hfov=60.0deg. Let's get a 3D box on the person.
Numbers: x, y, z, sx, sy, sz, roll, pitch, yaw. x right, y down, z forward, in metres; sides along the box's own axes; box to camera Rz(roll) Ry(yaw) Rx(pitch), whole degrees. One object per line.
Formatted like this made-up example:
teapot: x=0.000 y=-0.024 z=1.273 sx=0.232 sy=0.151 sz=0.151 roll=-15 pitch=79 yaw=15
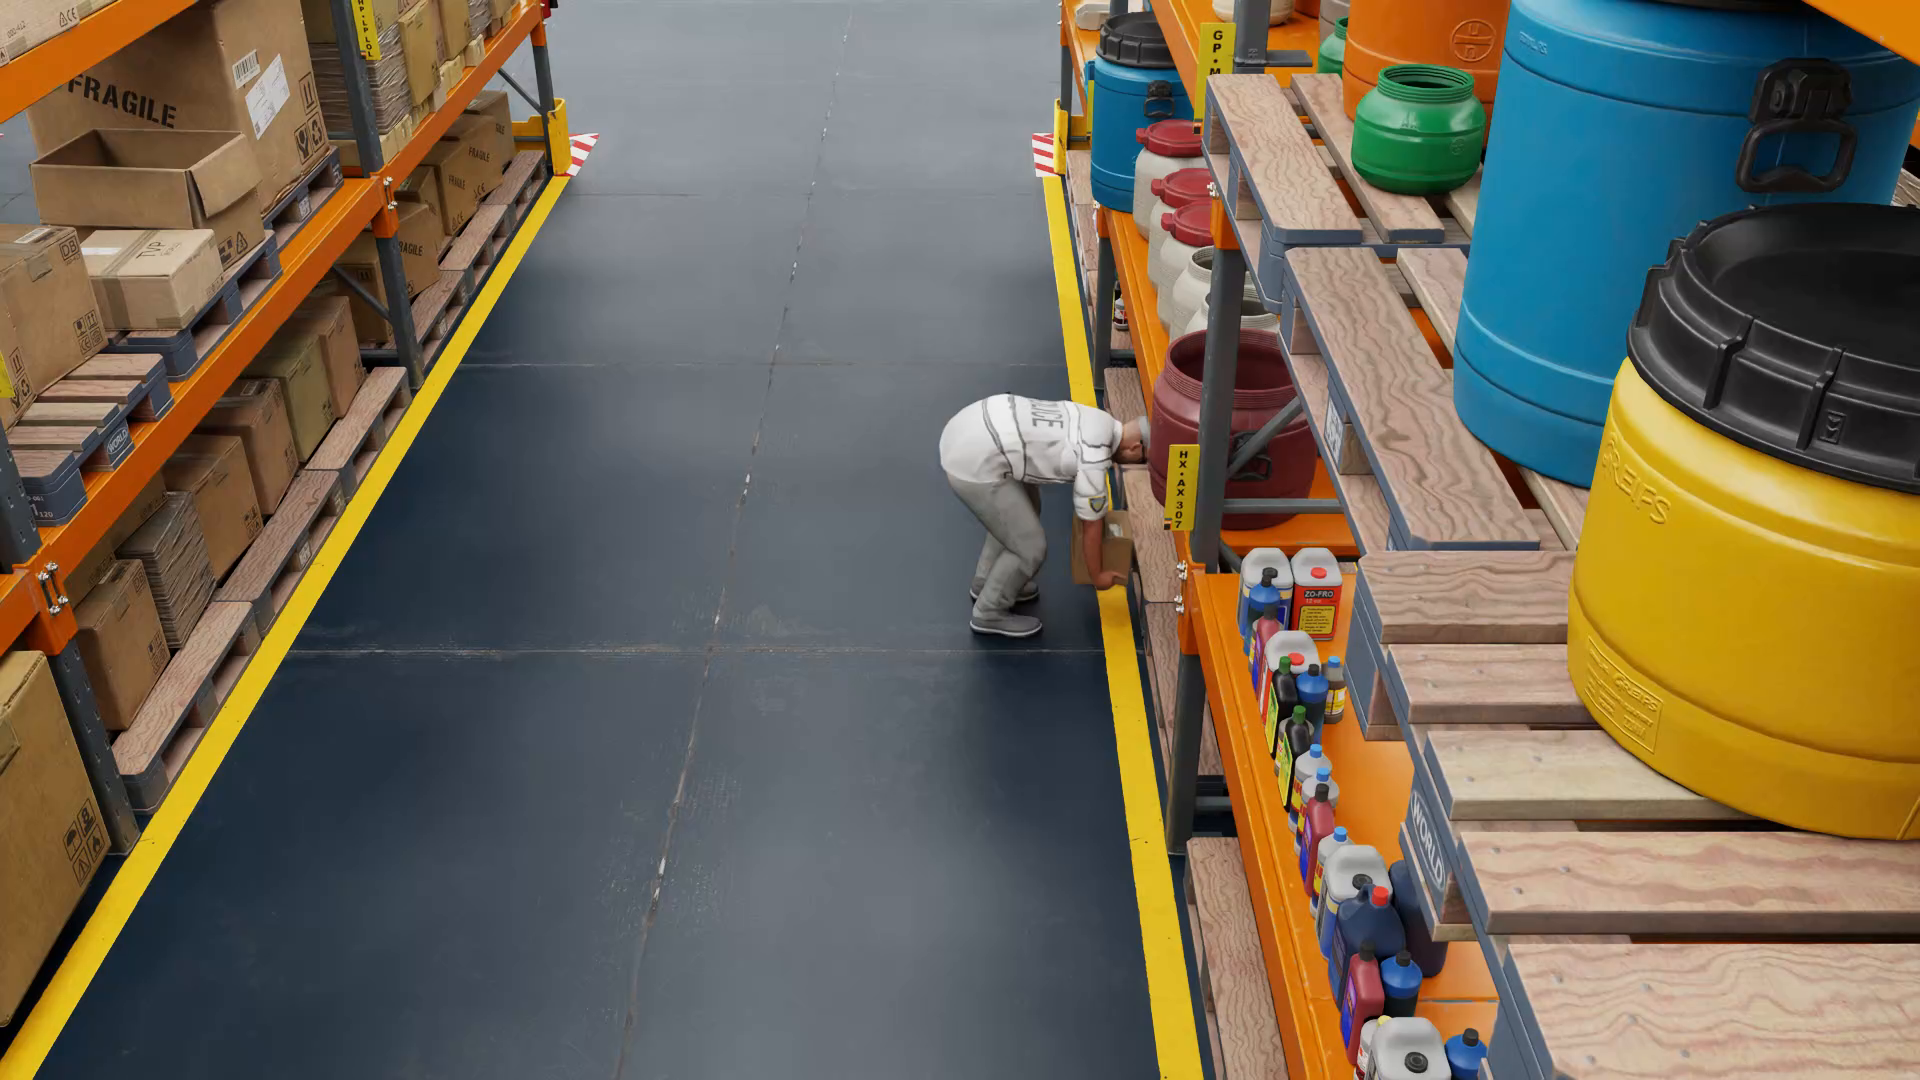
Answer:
person: x=0.433 y=-0.128 z=7.476 sx=1.045 sy=1.091 sz=0.507 roll=-1 pitch=31 yaw=-2
